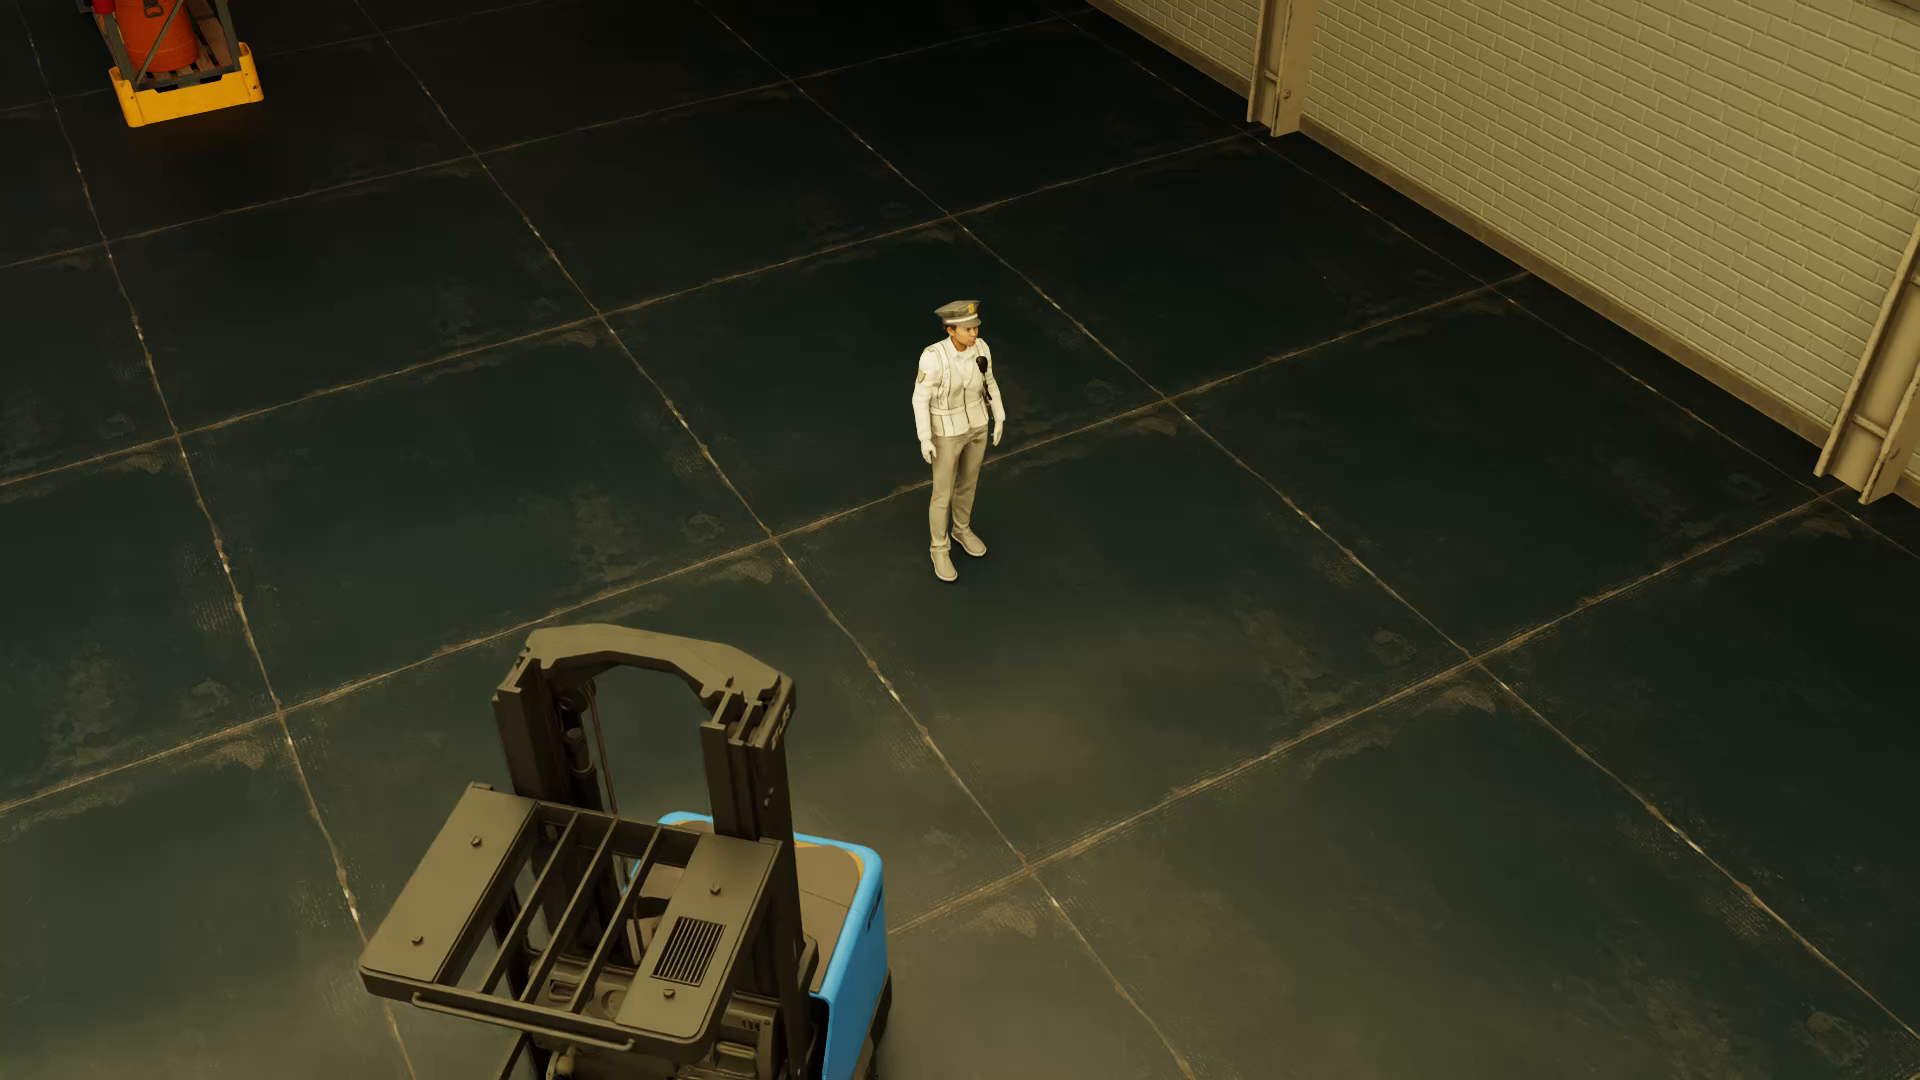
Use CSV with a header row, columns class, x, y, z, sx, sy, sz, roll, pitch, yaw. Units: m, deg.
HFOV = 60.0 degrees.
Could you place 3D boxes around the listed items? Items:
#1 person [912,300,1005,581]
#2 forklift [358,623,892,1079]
class,x,y,z,sx,sy,sz,roll,pitch,yaw
person,0.028,-0.617,9.738,0.587,1.694,0.530,-20,44,-23
forklift,-1.159,1.854,5.801,1.130,2.935,3.031,9,40,10
